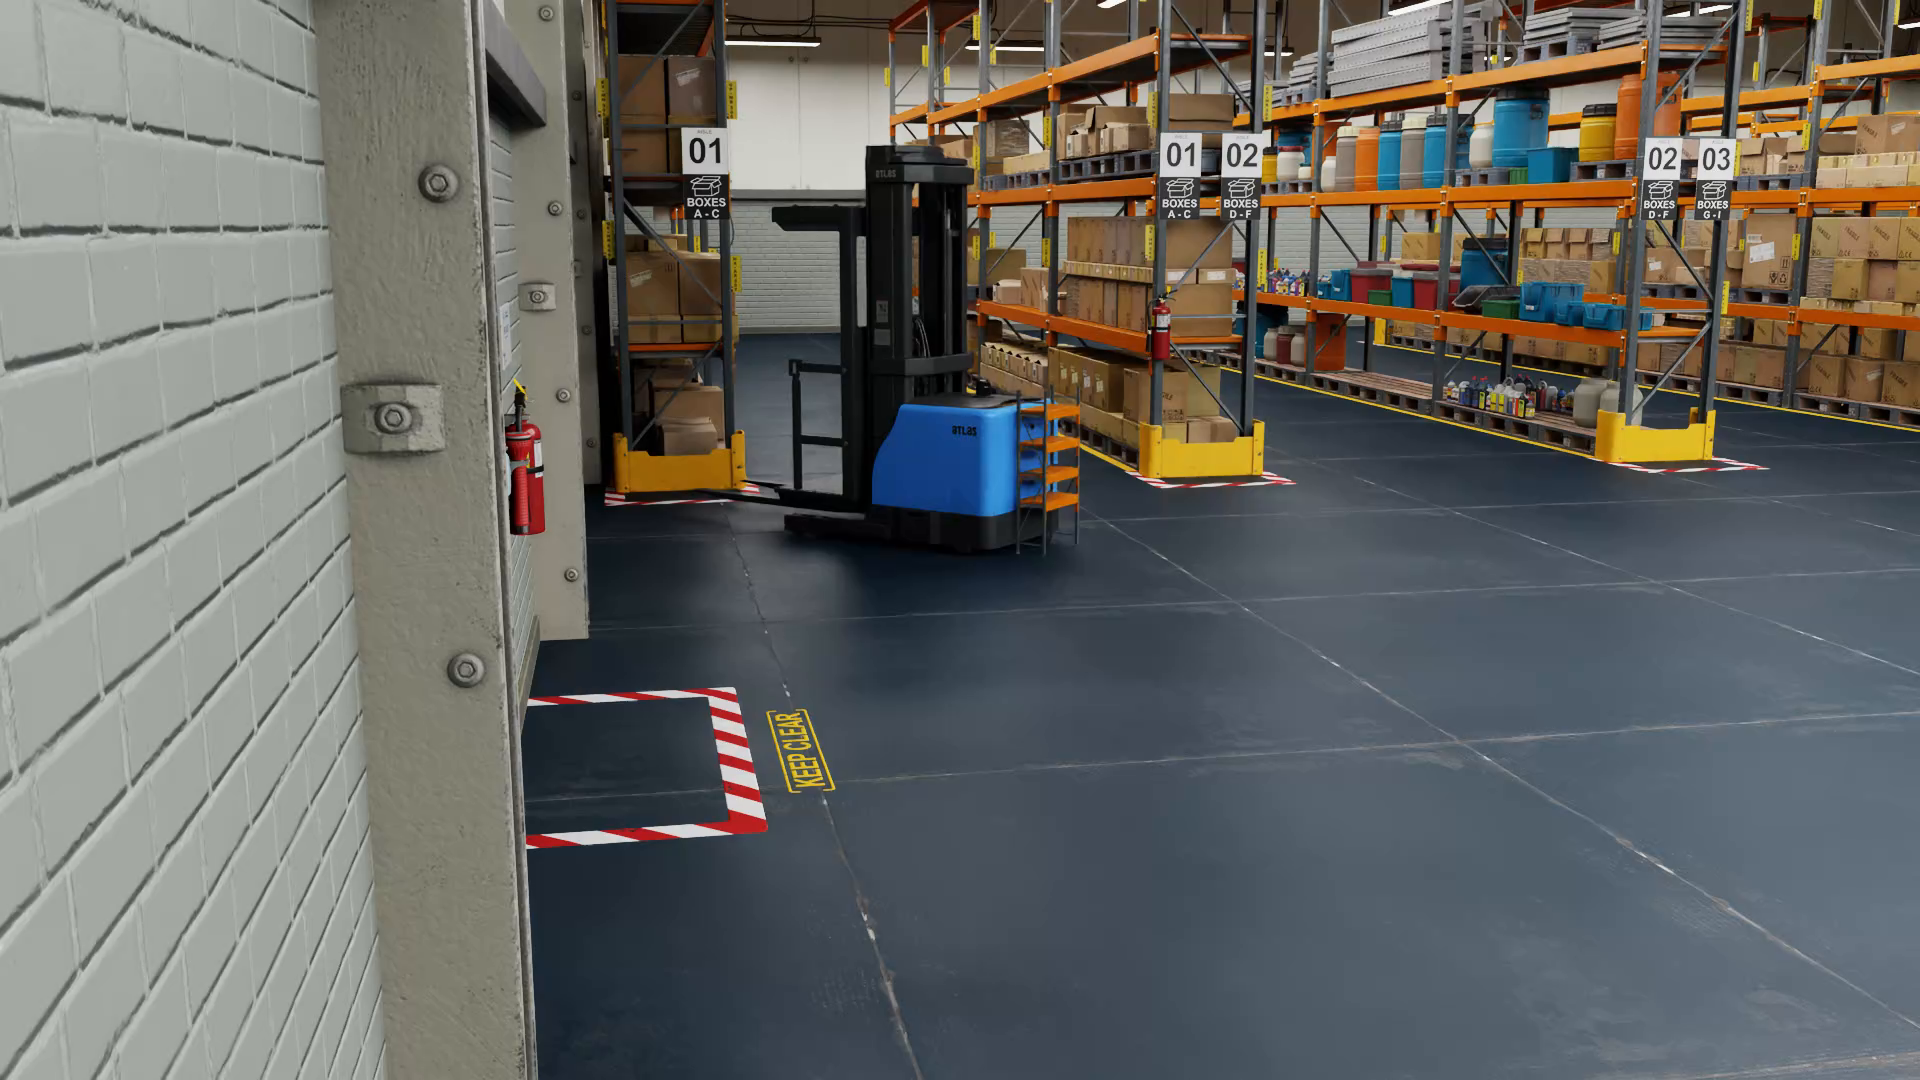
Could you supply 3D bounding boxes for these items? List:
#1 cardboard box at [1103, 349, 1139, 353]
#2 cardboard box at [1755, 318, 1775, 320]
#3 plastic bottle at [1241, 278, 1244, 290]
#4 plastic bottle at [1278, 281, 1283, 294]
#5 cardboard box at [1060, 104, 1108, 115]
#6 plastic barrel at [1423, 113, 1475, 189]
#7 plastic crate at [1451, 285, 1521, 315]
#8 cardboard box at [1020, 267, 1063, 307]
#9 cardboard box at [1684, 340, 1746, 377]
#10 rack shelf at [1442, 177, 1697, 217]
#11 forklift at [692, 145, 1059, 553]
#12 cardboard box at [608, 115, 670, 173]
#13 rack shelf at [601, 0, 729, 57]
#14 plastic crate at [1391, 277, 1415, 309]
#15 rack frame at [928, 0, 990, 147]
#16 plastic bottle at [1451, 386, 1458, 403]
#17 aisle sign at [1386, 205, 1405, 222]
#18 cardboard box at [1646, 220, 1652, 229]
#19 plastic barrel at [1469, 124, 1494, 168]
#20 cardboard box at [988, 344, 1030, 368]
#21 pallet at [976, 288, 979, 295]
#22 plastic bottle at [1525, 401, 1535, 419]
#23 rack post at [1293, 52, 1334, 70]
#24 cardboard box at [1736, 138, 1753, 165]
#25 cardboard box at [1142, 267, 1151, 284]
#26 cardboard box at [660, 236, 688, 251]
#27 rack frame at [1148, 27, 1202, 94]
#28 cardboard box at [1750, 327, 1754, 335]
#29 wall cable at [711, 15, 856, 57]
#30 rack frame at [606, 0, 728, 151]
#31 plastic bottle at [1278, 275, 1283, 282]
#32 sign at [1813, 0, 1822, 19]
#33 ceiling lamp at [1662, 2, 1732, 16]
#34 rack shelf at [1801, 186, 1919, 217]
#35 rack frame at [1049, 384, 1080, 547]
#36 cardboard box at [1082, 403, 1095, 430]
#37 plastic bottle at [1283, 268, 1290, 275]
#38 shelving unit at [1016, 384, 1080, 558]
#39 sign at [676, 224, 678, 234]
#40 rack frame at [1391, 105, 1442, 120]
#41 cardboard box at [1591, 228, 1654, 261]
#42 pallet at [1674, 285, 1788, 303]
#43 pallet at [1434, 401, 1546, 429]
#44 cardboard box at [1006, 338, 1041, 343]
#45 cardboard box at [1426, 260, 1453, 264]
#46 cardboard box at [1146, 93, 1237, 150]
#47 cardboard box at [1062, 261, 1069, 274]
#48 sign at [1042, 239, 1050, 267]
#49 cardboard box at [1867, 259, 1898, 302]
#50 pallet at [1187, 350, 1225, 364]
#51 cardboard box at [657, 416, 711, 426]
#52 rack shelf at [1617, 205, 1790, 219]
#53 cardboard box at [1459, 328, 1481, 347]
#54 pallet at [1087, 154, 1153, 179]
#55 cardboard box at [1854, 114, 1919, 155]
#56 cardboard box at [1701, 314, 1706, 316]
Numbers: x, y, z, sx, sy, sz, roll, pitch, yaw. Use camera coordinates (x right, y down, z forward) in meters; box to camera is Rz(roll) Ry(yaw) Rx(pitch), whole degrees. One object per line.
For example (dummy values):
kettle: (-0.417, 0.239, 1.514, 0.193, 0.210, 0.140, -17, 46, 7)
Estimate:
cardboard box: (1.931, -1.904, 18.904, 0.500, 0.500, 0.500, -2, 11, -11)
cardboard box: (14.472, -4.040, 29.456, 0.500, 0.250, 0.500, -3, 11, -14)
plastic bottle: (4.647, -4.193, 27.234, 0.097, 0.201, 0.097, 0, 11, 0)
plastic bottle: (4.962, -3.895, 25.670, 0.097, 0.201, 0.097, 0, 11, 0)
cardboard box: (1.460, -4.939, 19.872, 0.500, 0.500, 0.500, -2, 11, -10)
plastic barrel: (6.089, -4.834, 20.710, 0.600, 0.901, 0.708, -2, 11, -11)
plastic crate: (6.378, -2.898, 20.066, 0.767, 0.338, 0.504, -2, 11, -11)
cardboard box: (1.105, -3.325, 21.877, 0.500, 0.500, 0.500, -3, 11, -14)
cardboard box: (10.868, -2.604, 23.863, 0.700, 0.500, 0.500, -1, 11, -6)
rack shelf: (6.790, -3.782, 18.448, 1.077, 0.370, 4.000, -2, 11, -11)
forklift: (-0.757, -1.530, 12.896, 3.031, 2.935, 1.130, 7, 13, 33)
cardboard box: (-2.869, -3.535, 14.903, 0.500, 0.500, 0.500, -1, 11, -7)
rack shelf: (-2.928, -4.894, 16.275, 1.077, 0.370, 4.000, -2, 11, -11)
plastic crate: (5.881, -3.212, 21.594, 0.392, 0.384, 0.575, -2, 11, -11)
rack frame: (-0.015, -7.264, 26.794, 1.000, 3.000, 0.127, -2, 11, -11)
plastic bottle: (6.052, -1.778, 20.321, 0.097, 0.201, 0.097, 0, 11, 0)
aisle sign: (8.617, -6.689, 32.867, 0.394, 0.787, 0.004, -2, 11, -11)
cardboard box: (13.741, -6.074, 32.850, 0.500, 0.500, 0.500, -2, 11, -9)
plastic barrel: (6.292, -4.678, 19.806, 0.421, 0.512, 0.421, 0, 11, 0)
cardboard box: (0.687, -2.512, 22.600, 0.500, 0.311, 0.500, -2, 11, -12)
pallet: (0.380, -3.845, 25.391, 1.003, 0.211, 1.213, -2, 11, -11)
plastic bottle: (6.391, -1.458, 18.641, 0.097, 0.201, 0.097, 0, 11, 0)
rack post: (5.375, -7.102, 24.566, 0.624, 0.289, 0.986, -2, 11, -11)
cardboard box: (11.011, -5.448, 23.669, 0.500, 0.500, 0.500, -2, 11, -10)
cardboard box: (2.006, -2.595, 16.305, 0.380, 0.149, 0.250, -2, 11, -10)
cardboard box: (-3.936, -4.074, 22.956, 0.500, 0.250, 0.500, -2, 11, -10)
rack frame: (4.067, -8.177, 31.591, 1.000, 3.000, 0.127, -2, 11, -11)
cardboard box: (14.831, -3.868, 30.704, 0.380, 0.149, 0.250, -2, 11, -8)
wall cable: (-3.747, -9.921, 35.552, 3.097, 2.526, 0.112, -2, 11, -11)
rack frame: (-2.539, -4.882, 14.280, 1.000, 3.000, 0.127, -2, 11, -11)
plastic bottle: (5.009, -4.013, 26.069, 0.061, 0.283, 0.133, -2, 11, -11)
sign: (10.716, -6.672, 20.760, 0.100, 0.325, 0.005, -2, 11, -11)
ceiling lamp: (12.569, -10.438, 27.860, 0.800, 3.185, 2.000, -2, 11, -11)
rack shelf: (11.648, -3.963, 19.395, 1.077, 0.370, 4.000, -2, 11, -11)
rack frame: (0.780, -0.553, 12.391, 0.240, 1.200, 0.015, 7, 13, 32)
cardboard box: (1.621, -1.334, 17.913, 0.500, 0.250, 0.500, -2, 11, -11)
plastic bottle: (5.380, -4.282, 27.301, 0.144, 0.351, 0.185, -2, 11, -11)
shelving unit: (0.648, -0.514, 12.190, 0.258, 1.200, 0.503, 7, 13, 32)
sign: (-5.116, -5.572, 30.219, 0.100, 0.325, 0.005, -2, 11, -11)
rack frame: (8.925, -8.357, 32.537, 1.000, 3.000, 0.127, -2, 11, -11)
cardboard box: (10.355, -4.619, 25.994, 0.797, 0.503, 0.637, -2, 11, -9)
pallet: (10.906, -3.487, 23.508, 1.003, 0.211, 1.213, -2, 11, -11)
pallet: (6.490, -1.535, 20.194, 1.003, 0.211, 1.213, -2, 11, -11)
cardboard box: (0.955, -2.665, 24.186, 0.500, 0.500, 0.500, -2, 11, -9)
cardboard box: (9.062, -5.102, 31.084, 0.500, 0.250, 0.500, -2, 11, -12)
cardboard box: (2.211, -4.021, 16.004, 0.797, 0.503, 0.637, -1, 11, -7)
cardboard box: (1.403, -3.161, 19.280, 0.380, 0.149, 0.250, -2, 11, -11)
sign: (1.011, -3.358, 19.432, 0.100, 0.325, 0.005, -2, 11, -11)
cardboard box: (11.545, -3.139, 20.101, 0.875, 0.500, 0.500, -2, 11, -11)
pallet: (4.664, -3.260, 29.259, 1.003, 0.211, 1.213, -2, 11, -11)
cardboard box: (-2.696, -1.065, 16.285, 0.500, 0.311, 0.500, -1, 11, -6)
rack shelf: (14.199, -6.325, 31.808, 1.077, 0.370, 4.000, -2, 11, -11)
cardboard box: (9.653, -3.963, 30.055, 0.875, 0.875, 0.875, -2, 11, -11)
pallet: (1.966, -3.901, 17.384, 1.003, 0.211, 1.213, -2, 11, -11)
cardboard box: (11.597, -5.050, 20.786, 0.500, 0.500, 0.500, -2, 11, -13)
cardboard box: (14.455, -4.248, 31.903, 0.380, 0.149, 0.250, -3, 11, -13)
